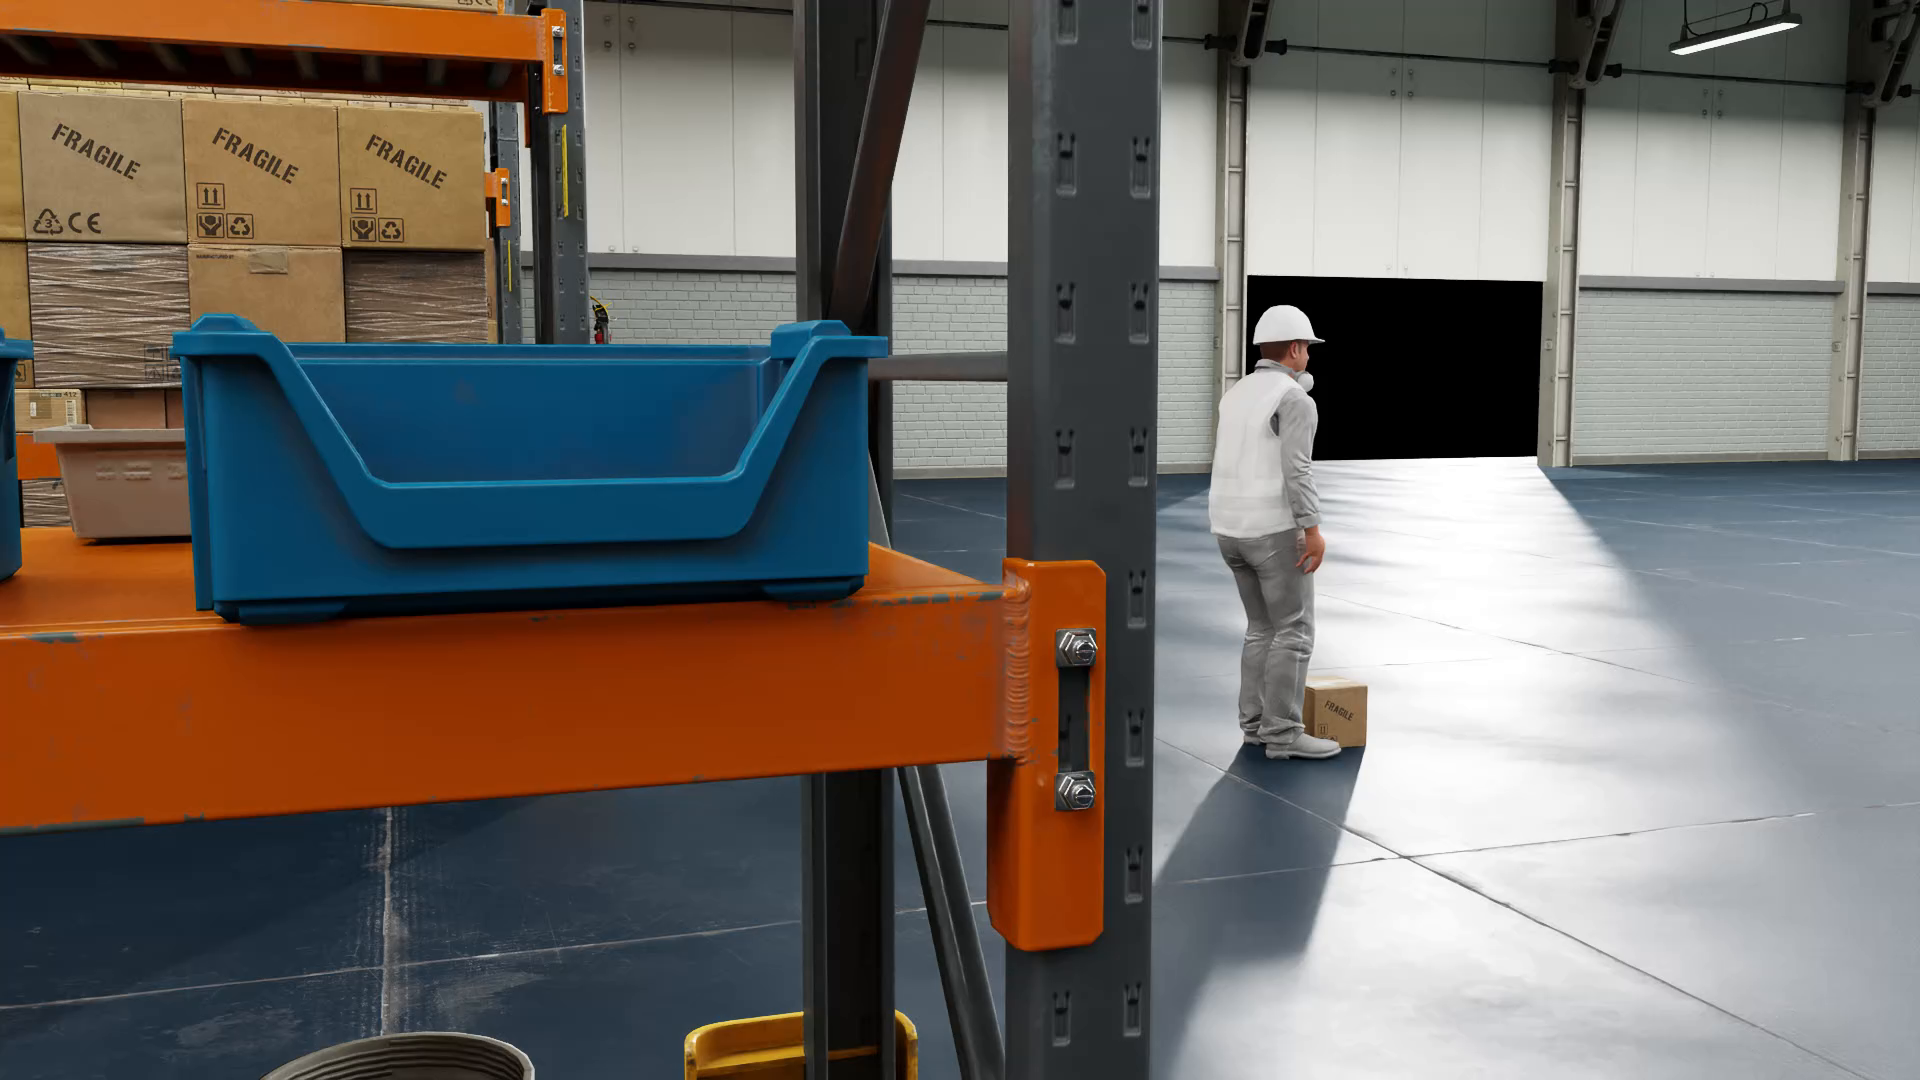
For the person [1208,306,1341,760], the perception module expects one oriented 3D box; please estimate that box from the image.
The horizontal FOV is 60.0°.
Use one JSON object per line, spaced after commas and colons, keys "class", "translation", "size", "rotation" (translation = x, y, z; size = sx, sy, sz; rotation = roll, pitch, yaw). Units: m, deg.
{"class": "person", "translation": [1.246, -0.045, 6.643], "size": [0.475, 1.771, 0.593], "rotation": [-2, 6, -22]}
